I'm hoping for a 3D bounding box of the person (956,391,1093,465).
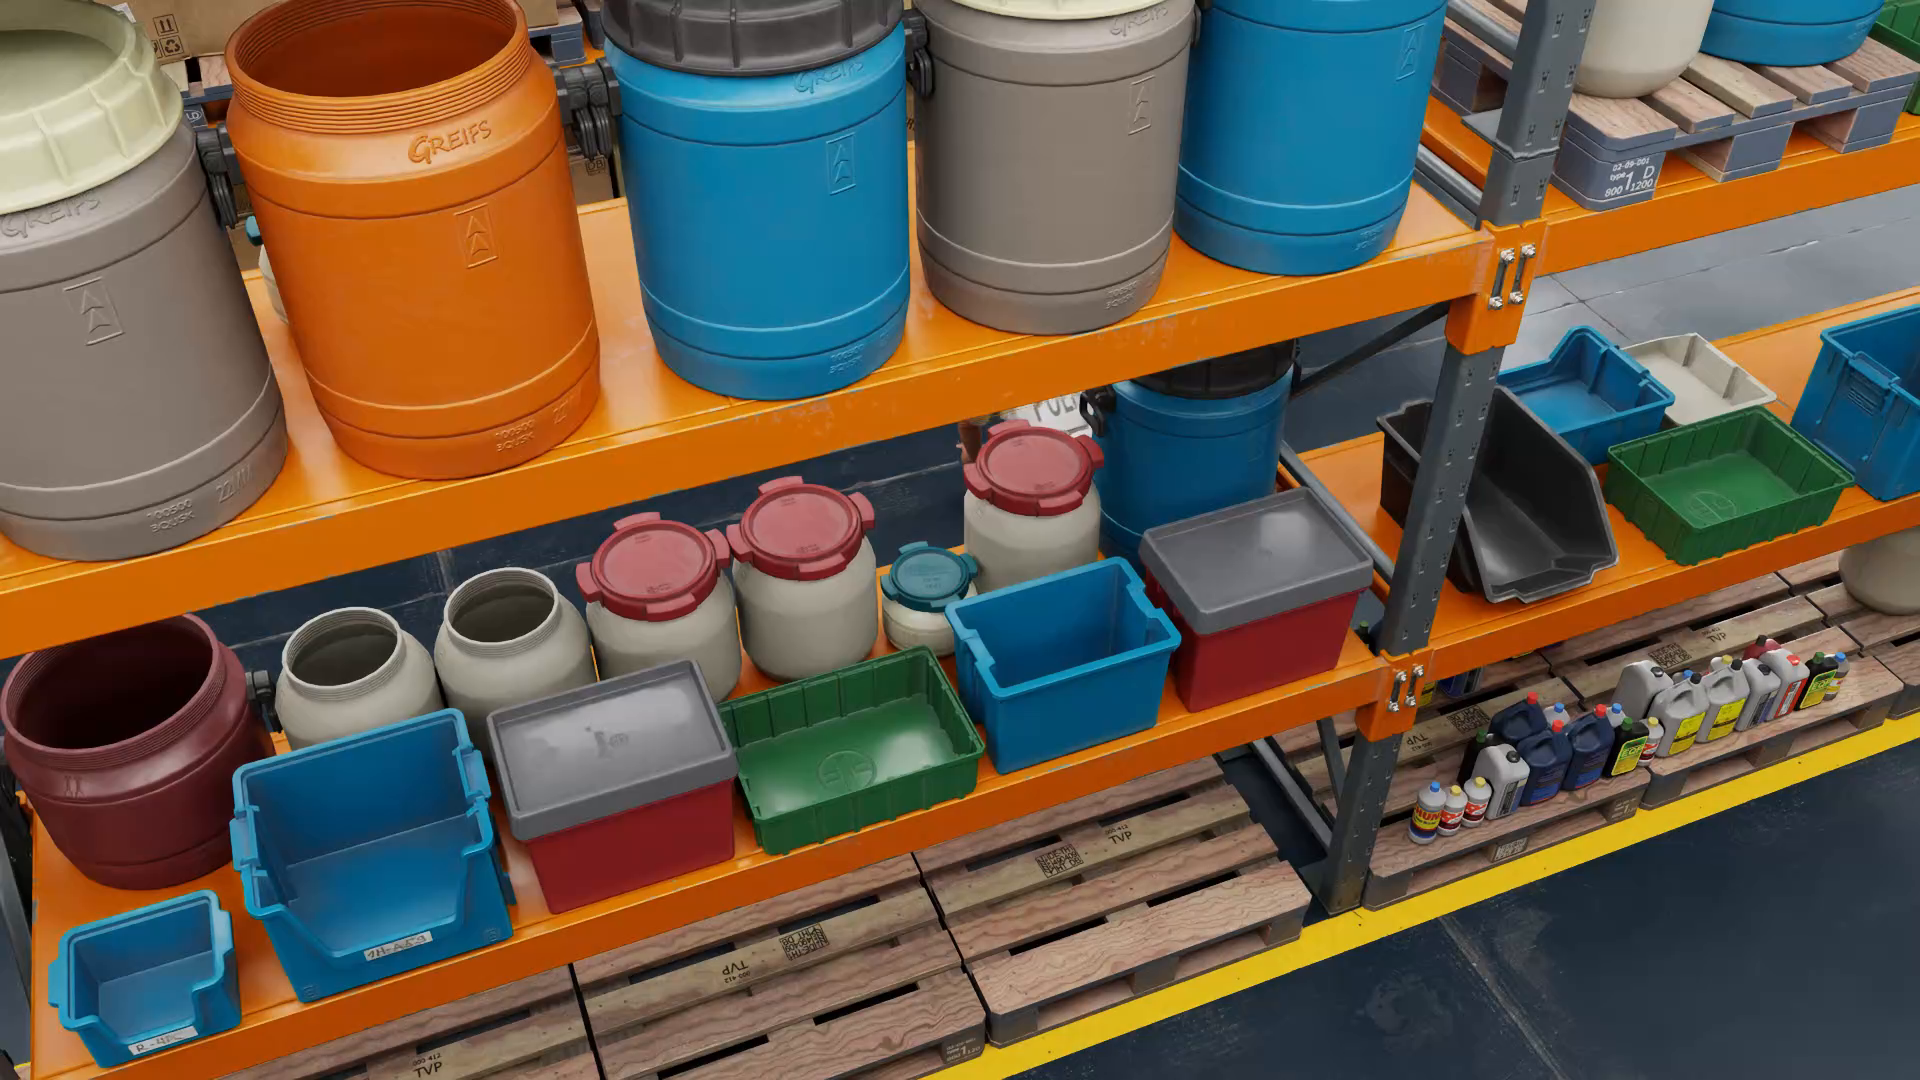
[{"bbox_3d":[0.315,-0.395,6.996,0.580,1.234,0.890,-15,44,-17],"label":"person"}]
